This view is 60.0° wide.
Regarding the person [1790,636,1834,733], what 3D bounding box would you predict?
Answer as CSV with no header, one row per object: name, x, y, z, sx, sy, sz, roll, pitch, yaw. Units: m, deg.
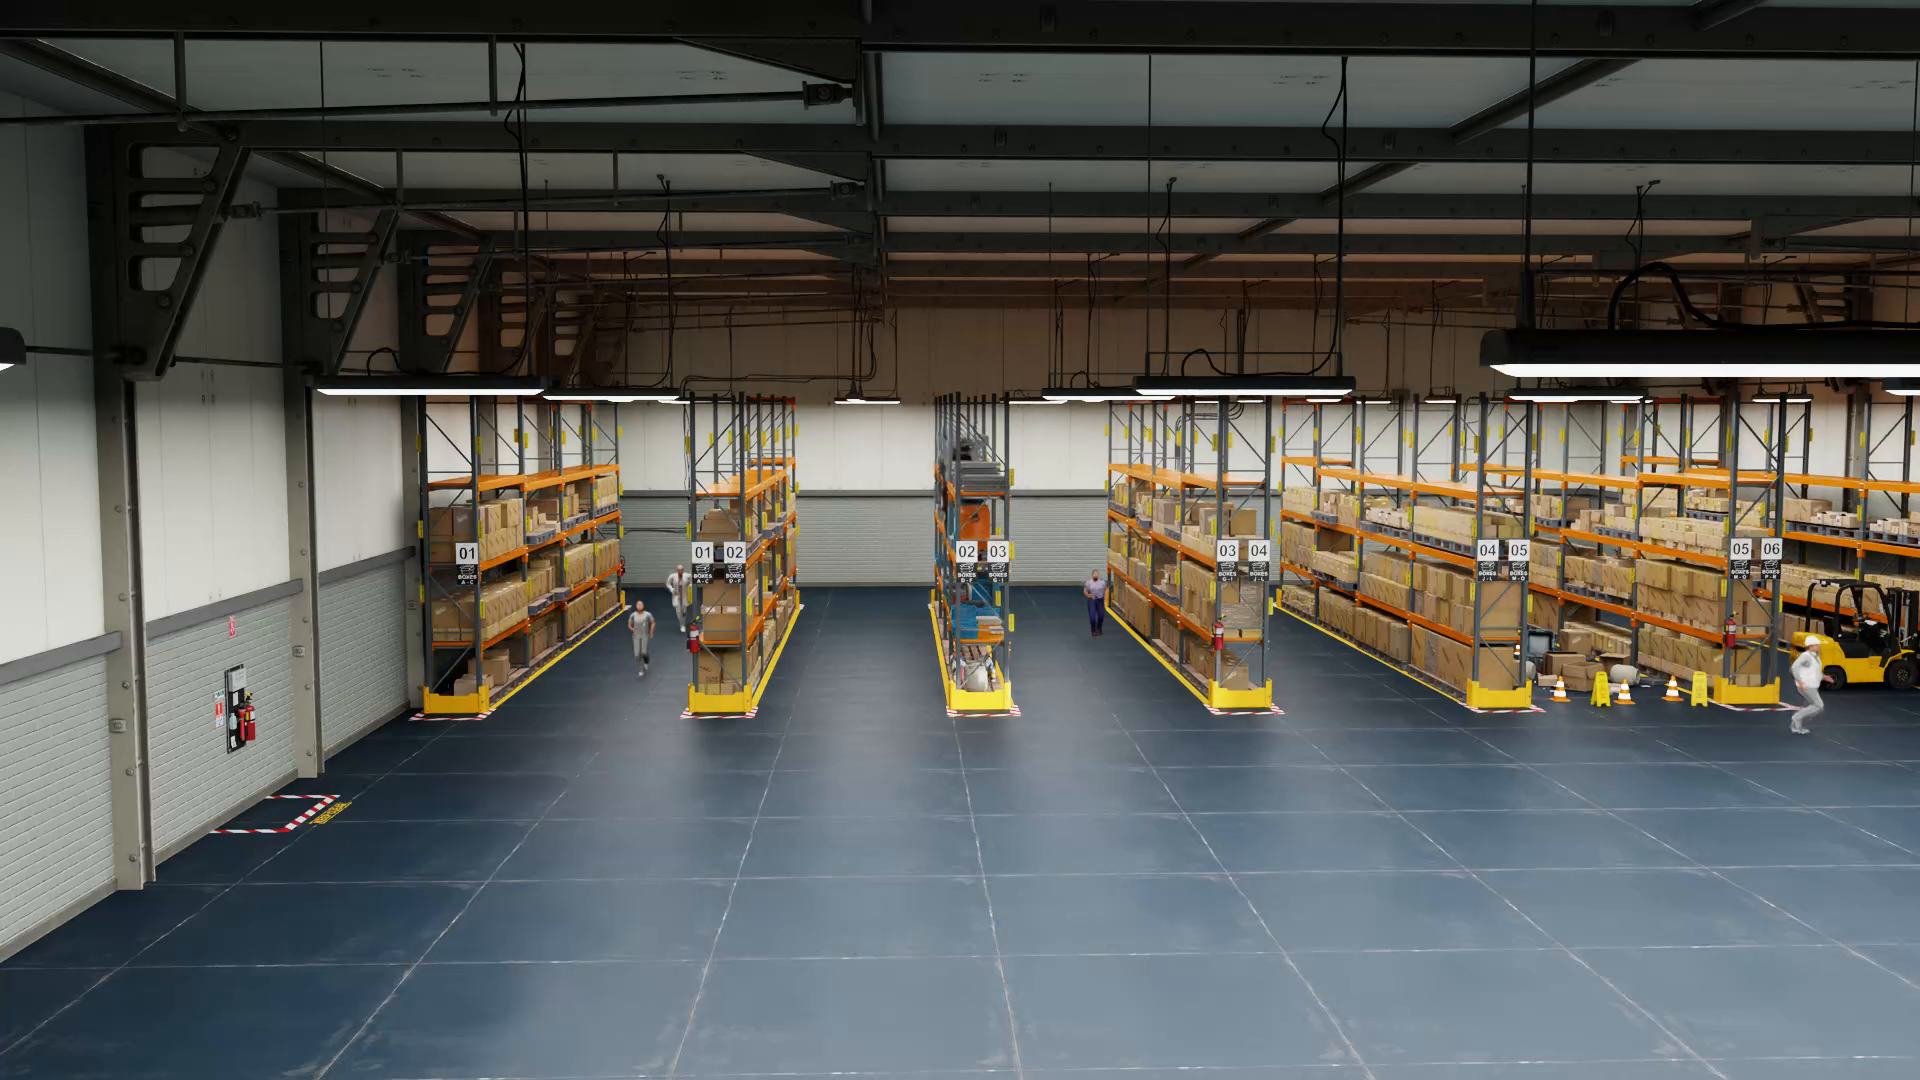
person,14.838,2.532,28.967,0.644,1.719,0.664,-4,6,-44

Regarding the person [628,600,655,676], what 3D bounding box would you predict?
person,-6.777,2.082,35.331,0.558,1.631,0.556,0,5,-3

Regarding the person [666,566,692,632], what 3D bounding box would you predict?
person,-7.146,1.483,42.560,0.704,1.714,0.788,0,5,-5

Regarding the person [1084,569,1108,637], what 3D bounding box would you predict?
person,3.236,1.507,39.446,0.600,1.611,0.530,0,5,-3
